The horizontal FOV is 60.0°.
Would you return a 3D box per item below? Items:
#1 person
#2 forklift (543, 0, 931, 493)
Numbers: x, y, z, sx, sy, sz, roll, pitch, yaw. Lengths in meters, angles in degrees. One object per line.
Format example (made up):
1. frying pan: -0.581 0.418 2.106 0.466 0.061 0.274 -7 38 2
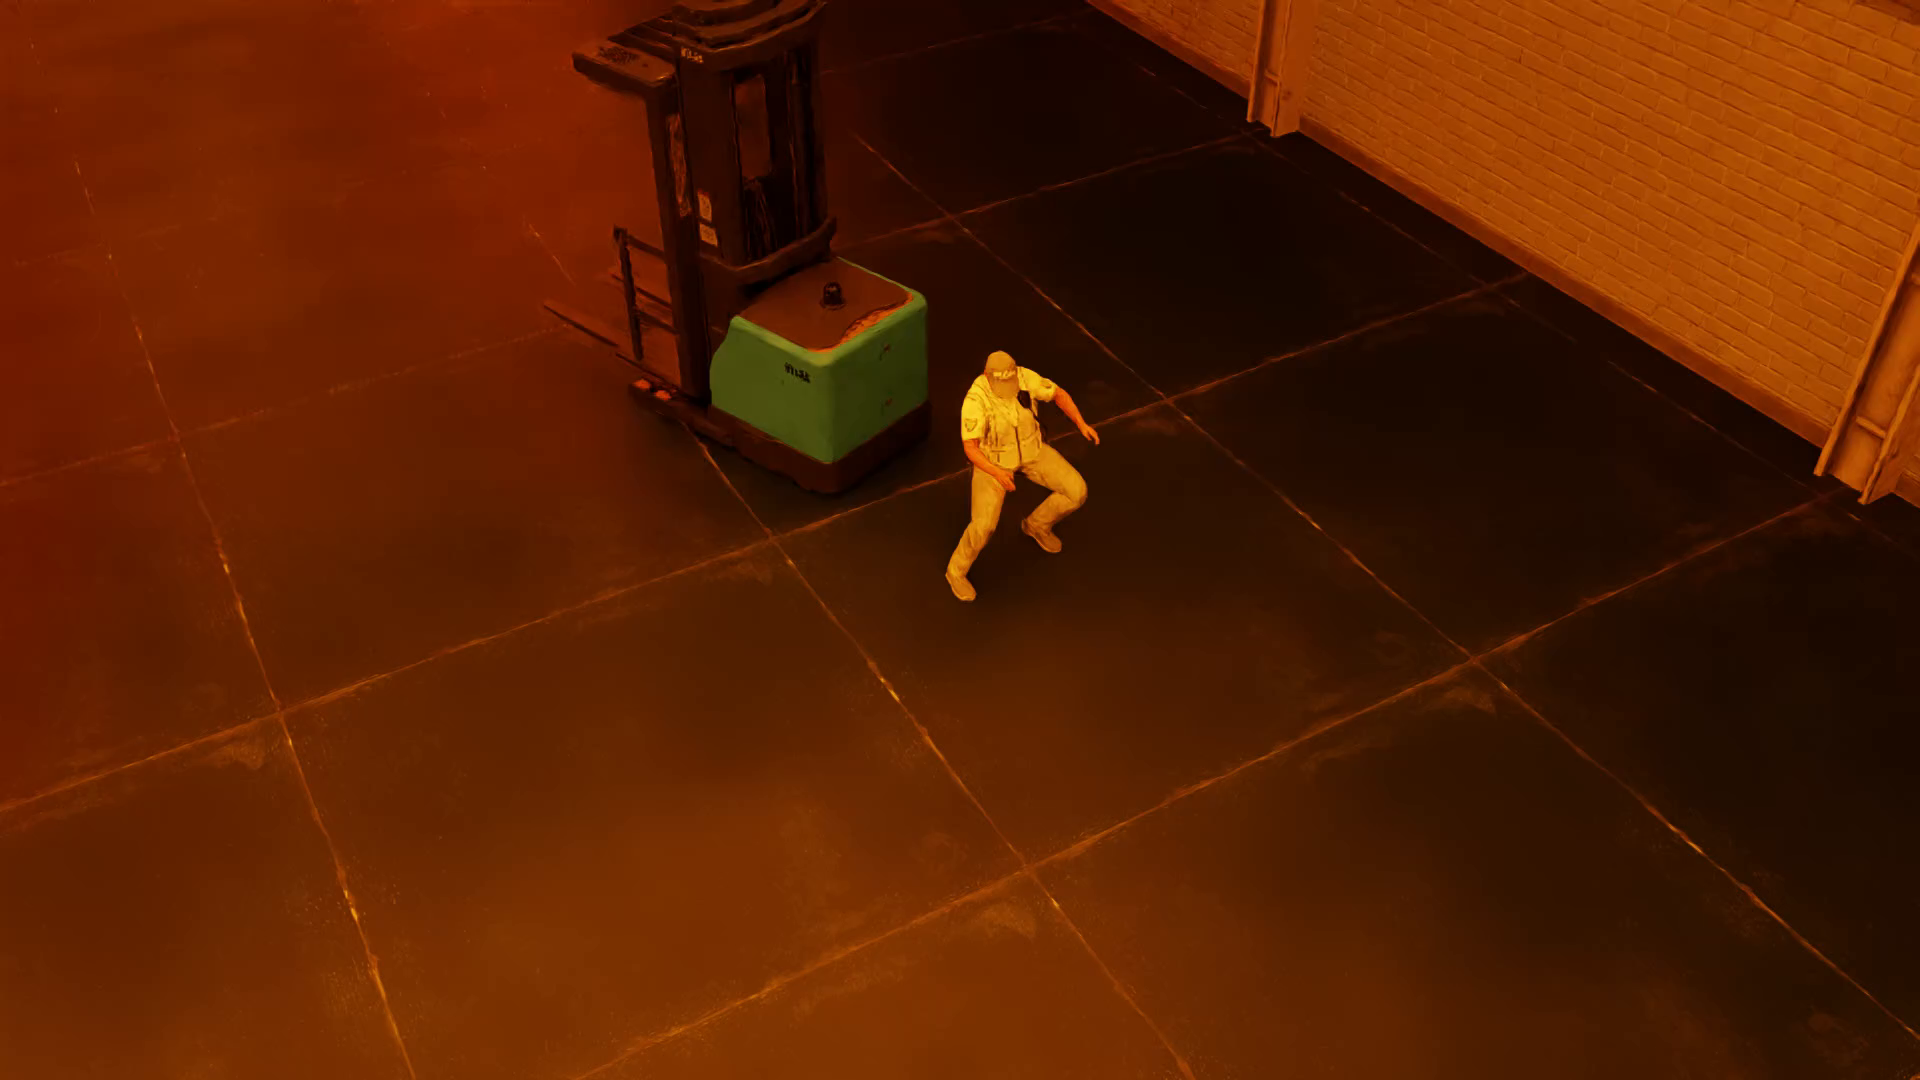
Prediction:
1. person: 0.323 -0.429 9.699 0.904 1.459 0.746 -16 42 -19
2. forklift: -1.648 -2.217 10.709 3.031 2.935 1.130 28 47 30
